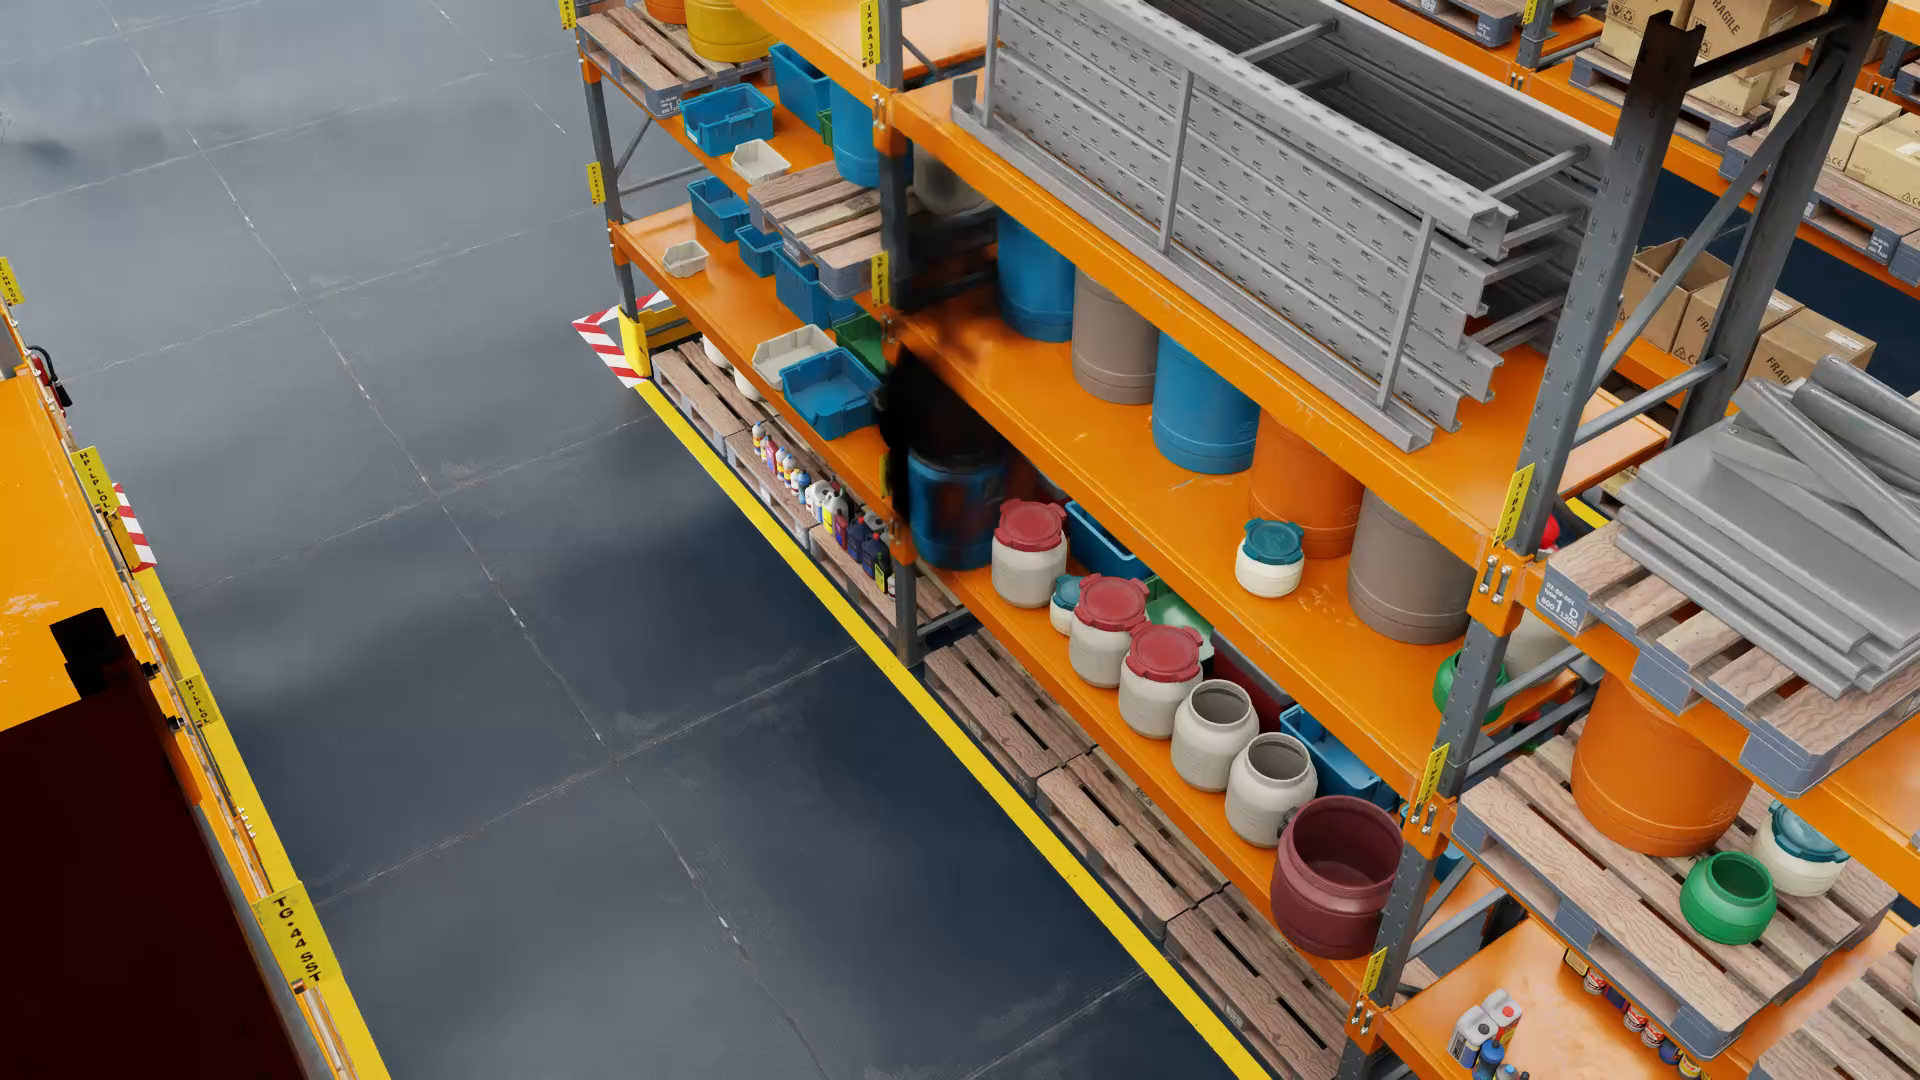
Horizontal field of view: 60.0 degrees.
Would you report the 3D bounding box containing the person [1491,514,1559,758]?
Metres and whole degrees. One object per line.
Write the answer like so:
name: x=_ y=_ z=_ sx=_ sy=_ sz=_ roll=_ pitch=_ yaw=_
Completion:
person: x=3.057 y=0.510 z=9.420 sx=0.648 sy=1.820 sz=0.858 roll=-32 pitch=52 yaw=-30
